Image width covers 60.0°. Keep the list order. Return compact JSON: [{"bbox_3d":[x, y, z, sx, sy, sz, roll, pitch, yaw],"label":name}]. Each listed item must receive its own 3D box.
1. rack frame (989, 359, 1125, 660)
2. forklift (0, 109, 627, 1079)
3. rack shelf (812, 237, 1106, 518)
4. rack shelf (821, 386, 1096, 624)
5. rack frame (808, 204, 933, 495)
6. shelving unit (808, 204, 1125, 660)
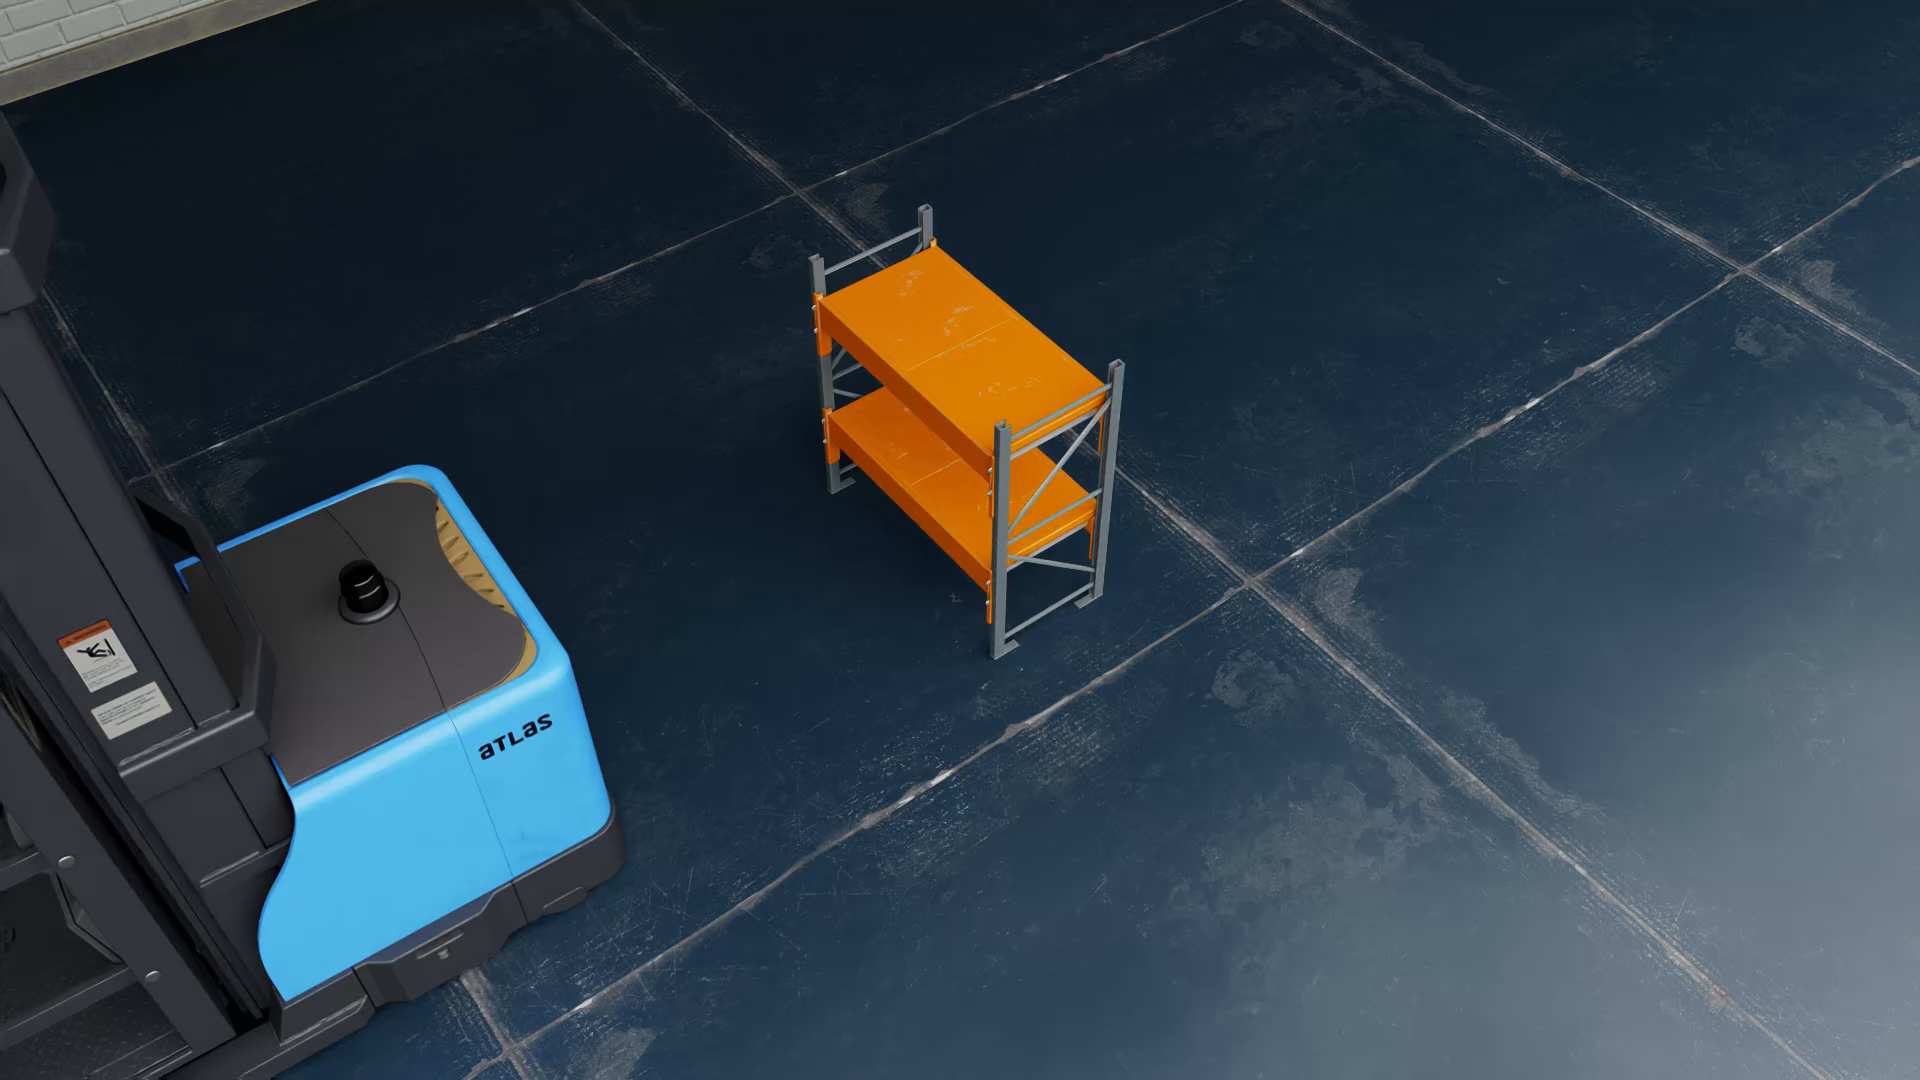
[{"bbox_3d":[0.312,-0.074,5.558,0.500,1.125,0.032,-29,54,-24],"label":"rack frame"},{"bbox_3d":[-2.553,0.400,3.909,3.031,2.935,1.130,-27,53,-23],"label":"forklift"},{"bbox_3d":[0.004,-0.570,5.613,0.538,0.278,1.000,-29,54,-24],"label":"rack shelf"},{"bbox_3d":[0.004,-0.210,6.011,0.538,0.278,1.000,-29,54,-24],"label":"rack shelf"},{"bbox_3d":[-0.304,-0.674,6.101,0.500,1.125,0.032,-29,54,-24],"label":"rack frame"},{"bbox_3d":[0.004,-0.374,5.830,0.538,1.125,1.048,-29,54,-24],"label":"shelving unit"}]
